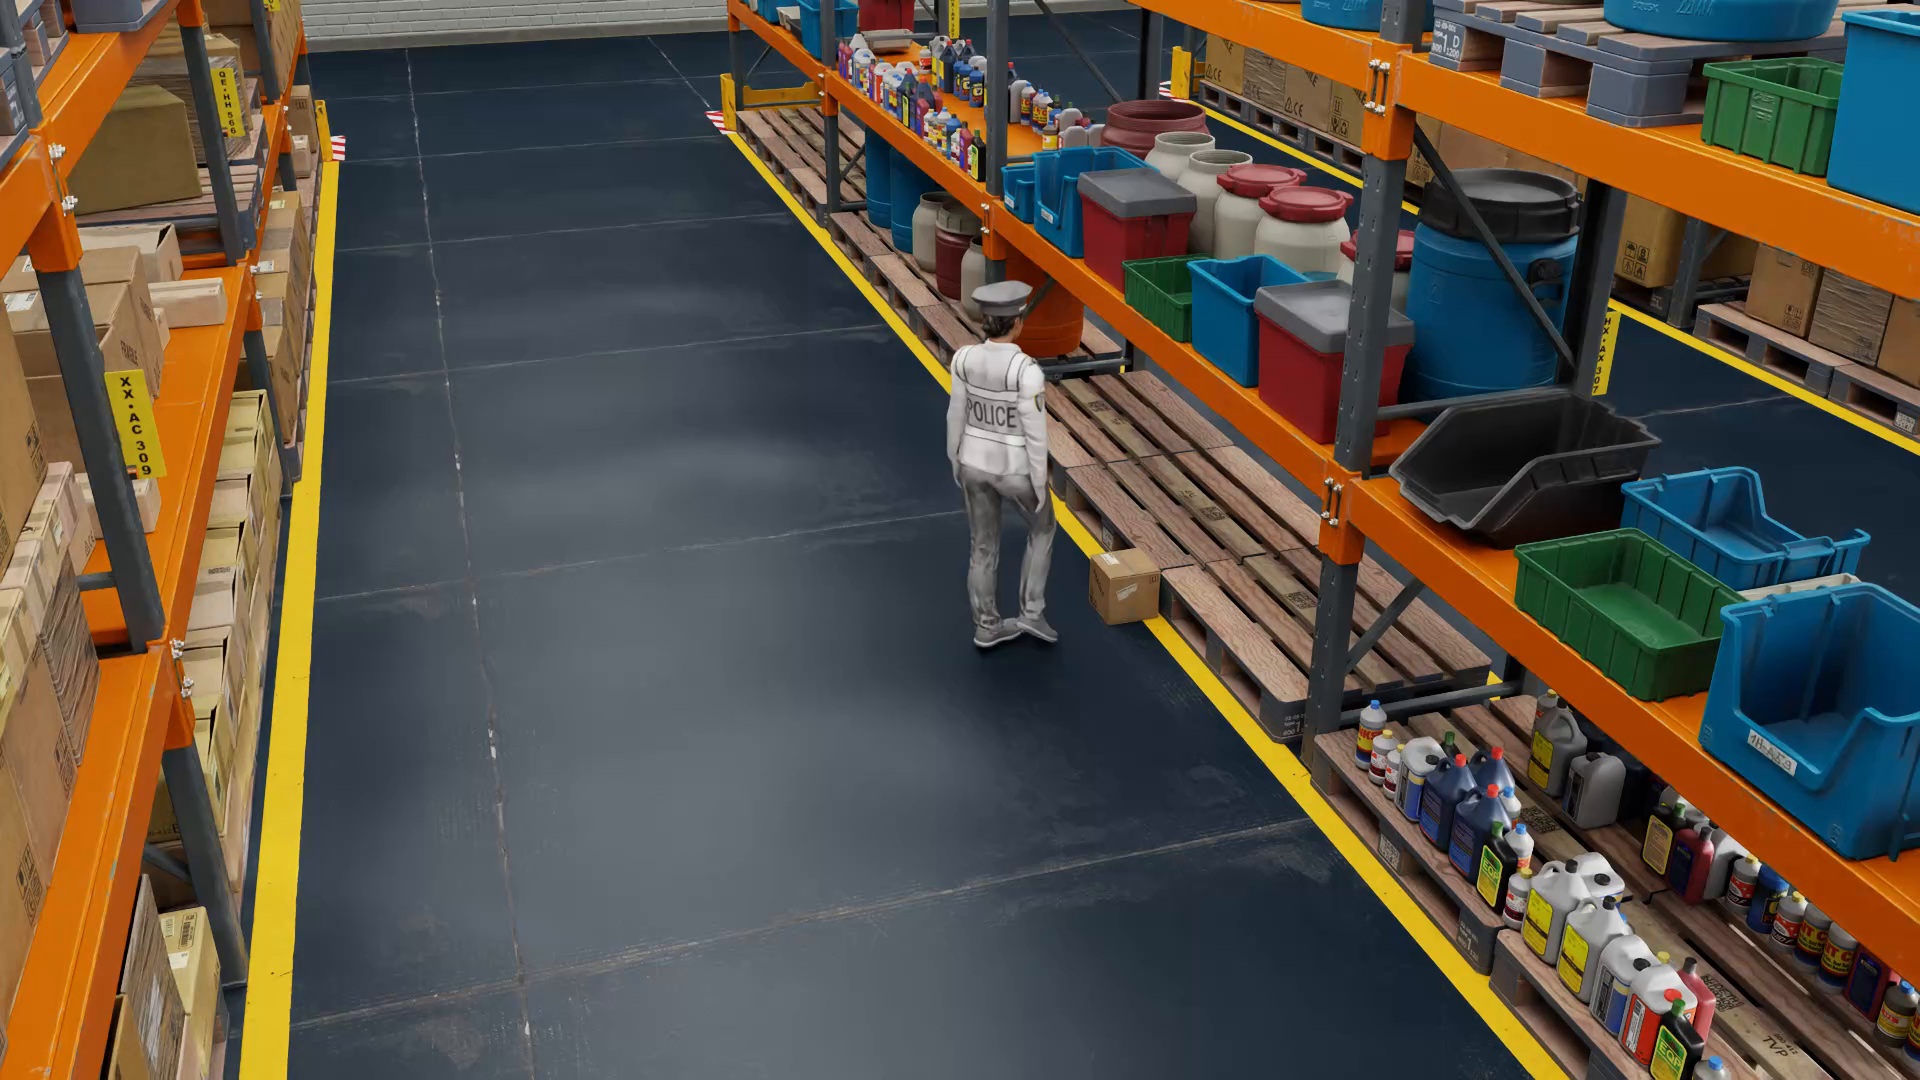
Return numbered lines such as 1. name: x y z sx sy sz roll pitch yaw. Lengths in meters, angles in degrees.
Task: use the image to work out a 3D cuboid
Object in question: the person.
1. person: 0.184 -0.295 7.220 0.508 1.704 0.414 13 29 25
